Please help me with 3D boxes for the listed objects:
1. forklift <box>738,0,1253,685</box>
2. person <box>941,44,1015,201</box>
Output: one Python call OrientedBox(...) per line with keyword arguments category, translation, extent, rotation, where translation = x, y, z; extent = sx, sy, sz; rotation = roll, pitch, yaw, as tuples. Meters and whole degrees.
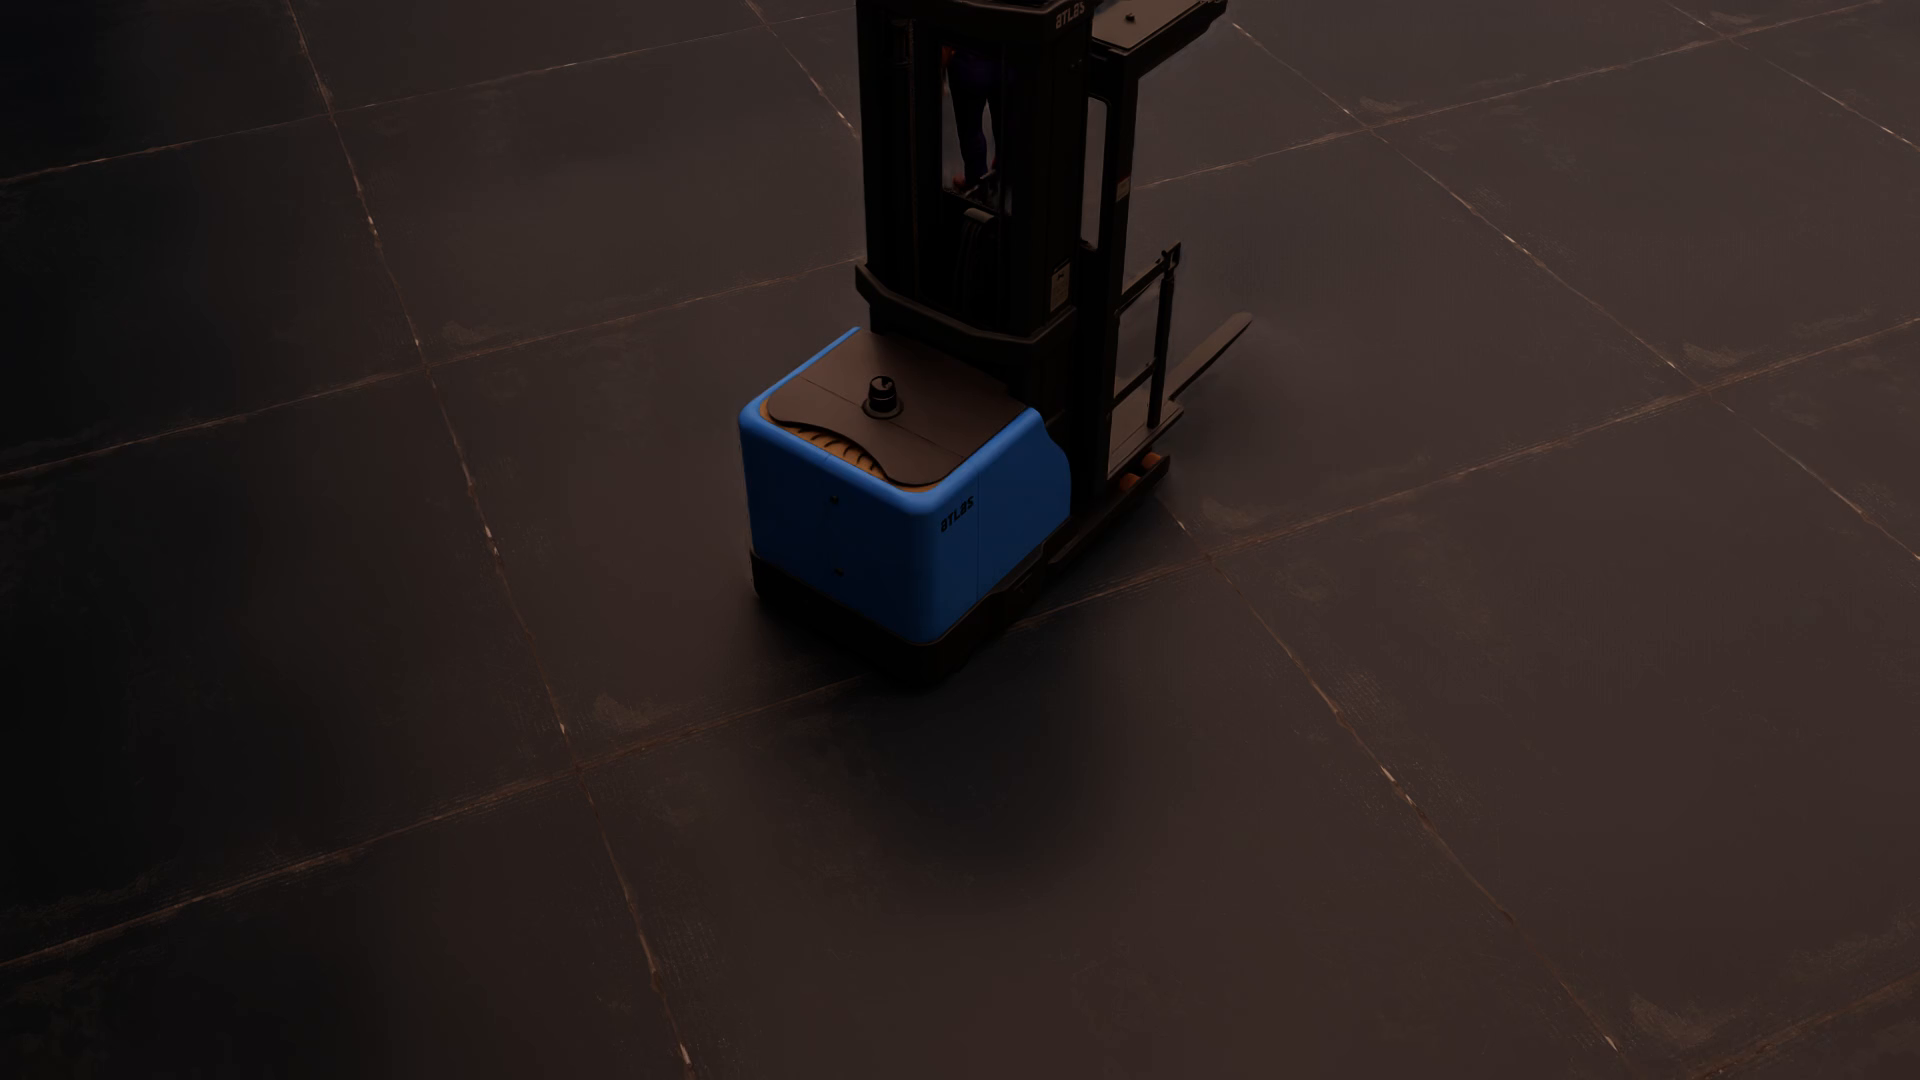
OrientedBox(category="forklift", translation=(0.363, -1.413, 7.194), extent=(1.130, 2.935, 3.031), rotation=(28, 50, 26))
OrientedBox(category="person", translation=(0.116, -2.740, 9.547), extent=(0.598, 1.651, 0.502), rotation=(-17, 46, -17))
